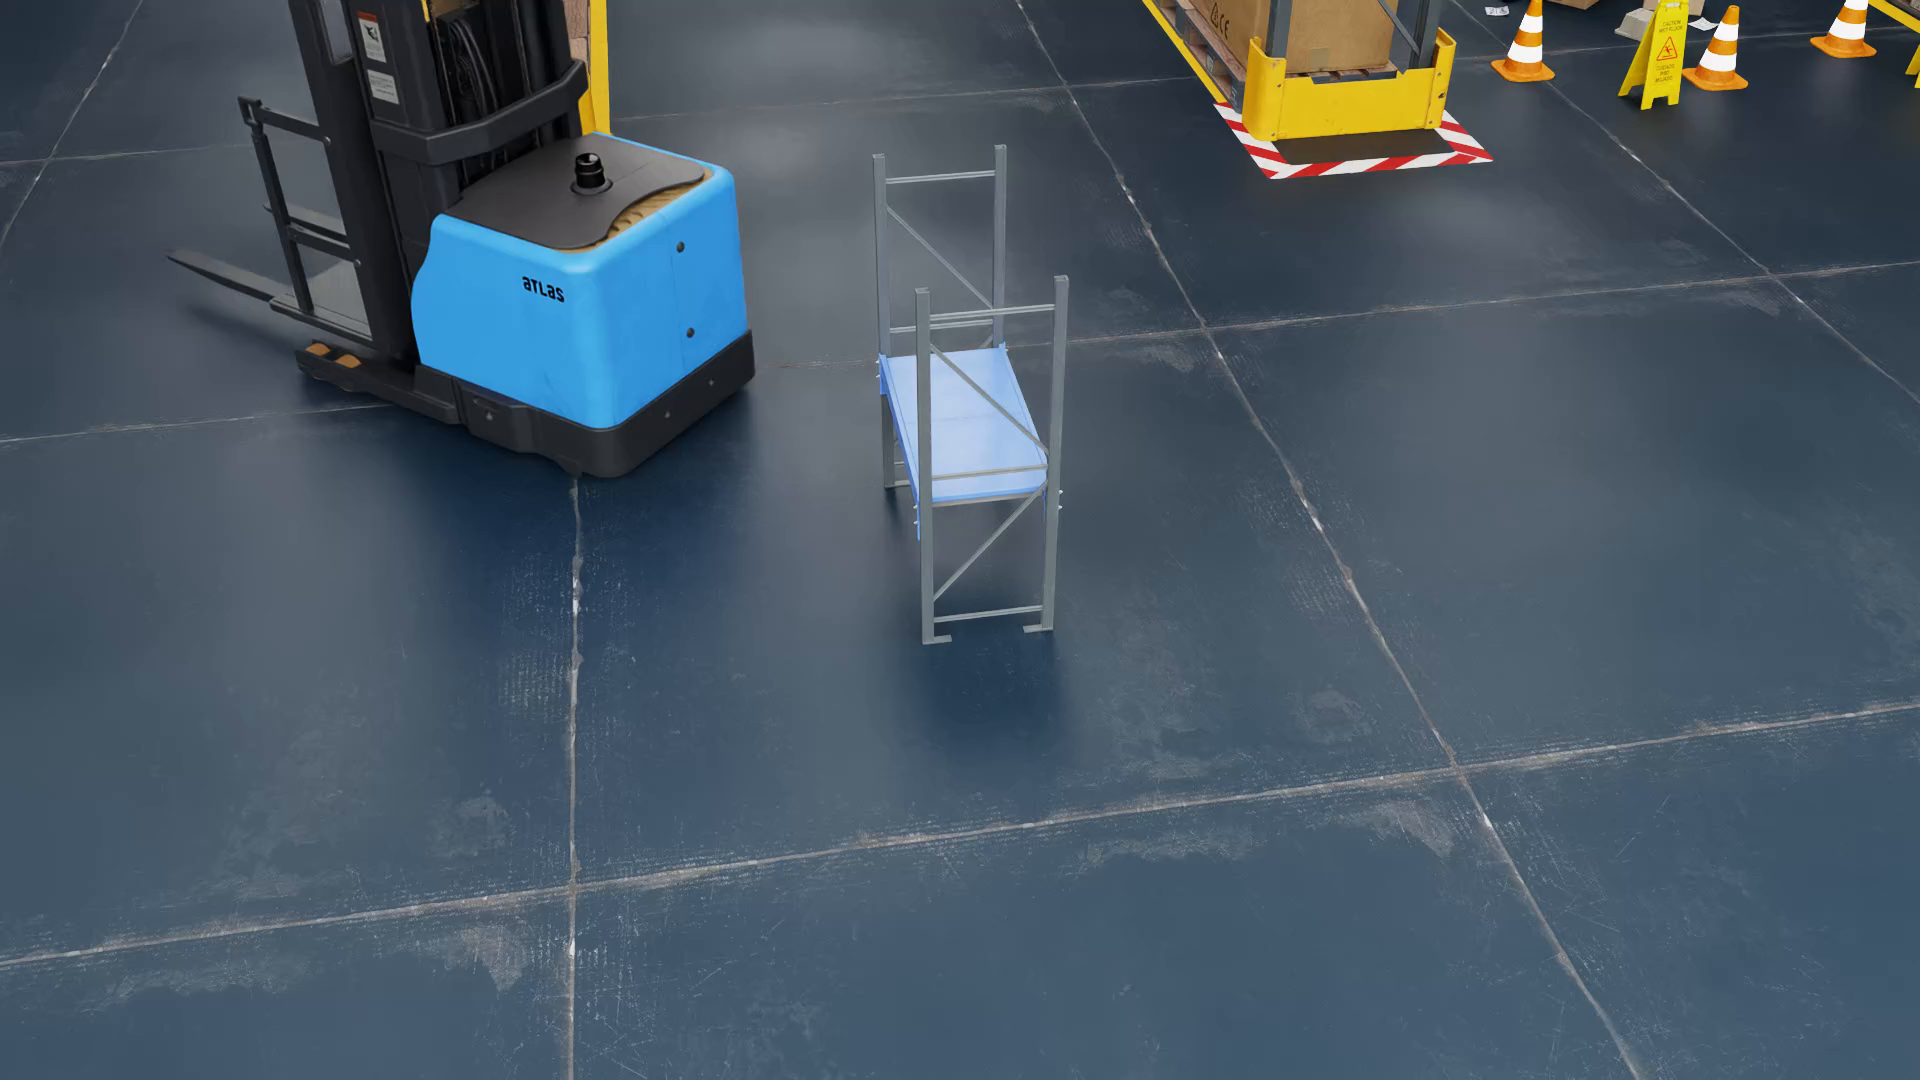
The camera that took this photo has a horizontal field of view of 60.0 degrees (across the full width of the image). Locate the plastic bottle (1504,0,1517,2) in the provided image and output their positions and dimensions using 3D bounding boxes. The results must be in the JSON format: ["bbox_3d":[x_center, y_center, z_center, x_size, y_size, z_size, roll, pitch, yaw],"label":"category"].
[{"bbox_3d":[3.790,-3.848,11.653,0.133,0.061,0.283,-20,42,-23],"label":"plastic bottle"}]

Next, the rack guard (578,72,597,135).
[{"bbox_3d":[-2.635,-2.286,9.285,1.175,0.500,0.348,-6,38,-8],"label":"rack guard"}]

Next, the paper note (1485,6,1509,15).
[{"bbox_3d":[3.683,-3.631,11.401,0.144,0.017,0.142,6,38,8],"label":"paper note"}]

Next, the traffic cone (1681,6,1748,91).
[{"bbox_3d":[4.756,-3.088,10.347,0.336,0.463,0.334,-6,38,-8],"label":"traffic cone"}]

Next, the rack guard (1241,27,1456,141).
[{"bbox_3d":[2.283,-2.698,9.816,1.175,0.500,0.348,-6,38,-8],"label":"rack guard"}]

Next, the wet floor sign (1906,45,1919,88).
[{"bbox_3d":[6.115,-3.134,10.258,0.267,0.644,0.232,6,38,8],"label":"wet floor sign"}]

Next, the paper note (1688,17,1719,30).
[{"bbox_3d":[5.009,-3.478,11.202,0.148,0.019,0.142,-20,42,-23],"label":"paper note"}]

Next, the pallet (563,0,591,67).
[{"bbox_3d":[-2.953,-3.402,10.957,1.003,0.211,1.213,-6,38,-8],"label":"pallet"}]

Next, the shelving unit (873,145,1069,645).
[{"bbox_3d":[0.015,-0.541,6.224,0.538,1.500,1.048,-6,38,-8],"label":"shelving unit"}]

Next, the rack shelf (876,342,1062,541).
[{"bbox_3d":[0.015,-0.399,6.334,0.538,0.185,1.000,-6,38,-8],"label":"rack shelf"}]

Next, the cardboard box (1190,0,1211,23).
[{"bbox_3d":[1.939,-3.960,10.792,0.875,0.875,0.875,-7,38,-9],"label":"cardboard box"}]

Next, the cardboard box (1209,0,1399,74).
[{"bbox_3d":[2.095,-3.429,10.109,0.875,0.875,0.875,-6,38,-8],"label":"cardboard box"}]

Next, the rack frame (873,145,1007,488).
[{"bbox_3d":[-0.074,-0.848,6.619,0.500,1.500,0.032,-6,38,-8],"label":"rack frame"}]

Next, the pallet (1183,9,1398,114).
[{"bbox_3d":[2.062,-3.073,10.534,1.003,0.211,1.213,-6,38,-8],"label":"pallet"}]

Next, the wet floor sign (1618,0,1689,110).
[{"bbox_3d":[4.234,-2.966,10.041,0.267,0.644,0.232,-13,40,-16],"label":"wet floor sign"}]

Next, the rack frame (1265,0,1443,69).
[{"bbox_3d":[2.279,-3.700,9.067,1.000,3.000,0.127,-6,38,-8],"label":"rack frame"}]

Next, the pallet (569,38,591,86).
[{"bbox_3d":[-2.743,-2.667,10.010,1.003,0.211,1.213,-6,38,-8],"label":"pallet"}]

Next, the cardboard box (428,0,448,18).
[{"bbox_3d":[-2.853,-3.143,10.045,0.500,0.500,0.500,3,38,4],"label":"cardboard box"}]

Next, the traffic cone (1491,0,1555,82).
[{"bbox_3d":[3.584,-3.172,10.455,0.336,0.463,0.334,-6,38,-8],"label":"traffic cone"}]

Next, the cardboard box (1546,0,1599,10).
[{"bbox_3d":[4.334,-4.096,11.612,0.637,0.503,0.797,27,45,30],"label":"cardboard box"}]

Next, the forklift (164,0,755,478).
[{"bbox_3d":[-2.465,-2.092,7.053,3.031,2.935,1.130,20,42,24],"label":"forklift"}]

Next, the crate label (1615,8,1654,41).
[{"bbox_3d":[4.557,-3.427,11.050,0.250,0.136,0.298,-27,45,-31],"label":"crate label"}]

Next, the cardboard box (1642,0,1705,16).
[{"bbox_3d":[4.916,-3.742,11.445,0.380,0.149,0.250,13,40,16],"label":"cardboard box"}]

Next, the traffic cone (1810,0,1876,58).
[{"bbox_3d":[5.789,-3.413,10.765,0.336,0.463,0.334,-6,38,-8],"label":"traffic cone"}]

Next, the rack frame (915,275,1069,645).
[{"bbox_3d":[0.104,-0.234,5.828,0.500,1.500,0.032,-6,38,-8],"label":"rack frame"}]

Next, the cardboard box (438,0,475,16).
[{"bbox_3d":[-2.715,-2.785,9.585,0.500,0.500,0.500,0,38,1],"label":"cardboard box"}]

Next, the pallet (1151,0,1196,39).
[{"bbox_3d":[1.851,-3.809,11.480,1.003,0.211,1.213,-6,38,-8],"label":"pallet"}]
